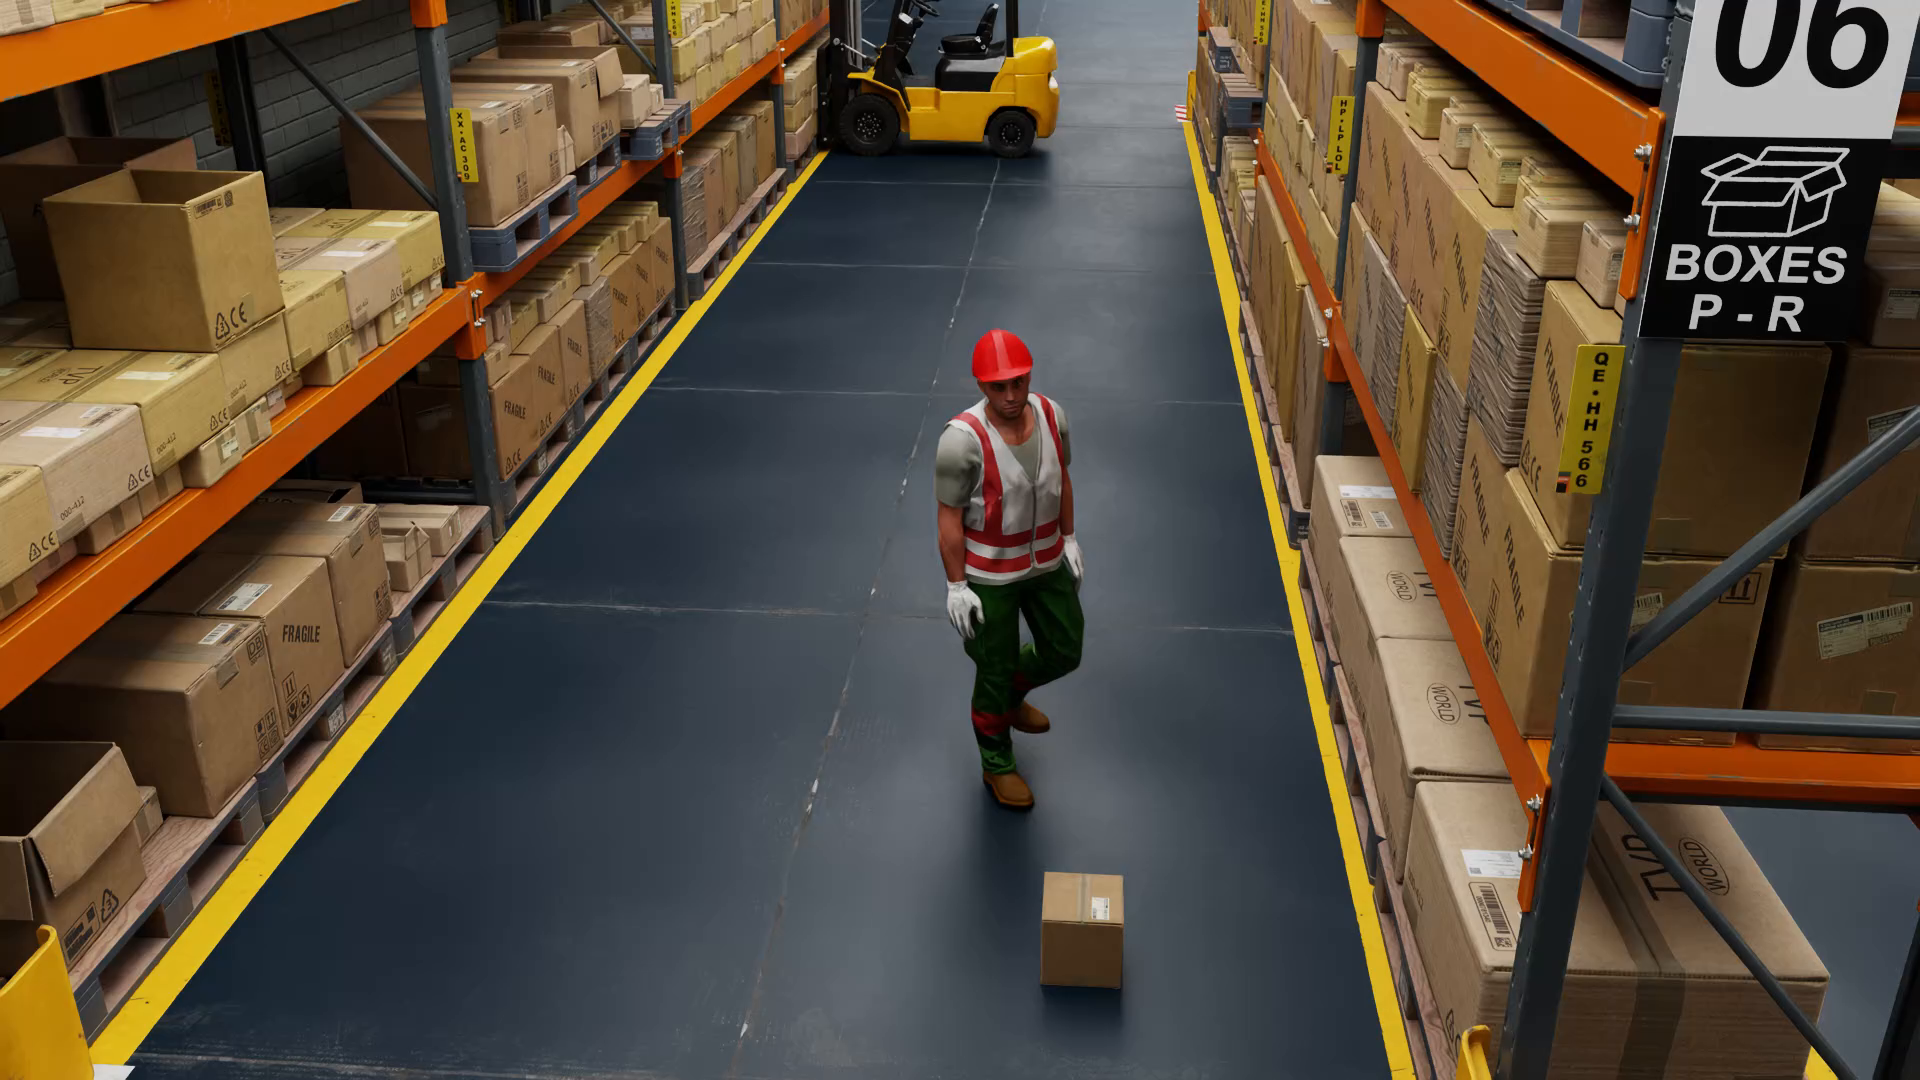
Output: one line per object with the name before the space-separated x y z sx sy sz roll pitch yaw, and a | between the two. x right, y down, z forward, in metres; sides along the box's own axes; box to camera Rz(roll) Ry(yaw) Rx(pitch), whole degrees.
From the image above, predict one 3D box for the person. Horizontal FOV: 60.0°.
person | 0.139 0.078 5.880 0.587 1.787 0.538 -15 29 -30
